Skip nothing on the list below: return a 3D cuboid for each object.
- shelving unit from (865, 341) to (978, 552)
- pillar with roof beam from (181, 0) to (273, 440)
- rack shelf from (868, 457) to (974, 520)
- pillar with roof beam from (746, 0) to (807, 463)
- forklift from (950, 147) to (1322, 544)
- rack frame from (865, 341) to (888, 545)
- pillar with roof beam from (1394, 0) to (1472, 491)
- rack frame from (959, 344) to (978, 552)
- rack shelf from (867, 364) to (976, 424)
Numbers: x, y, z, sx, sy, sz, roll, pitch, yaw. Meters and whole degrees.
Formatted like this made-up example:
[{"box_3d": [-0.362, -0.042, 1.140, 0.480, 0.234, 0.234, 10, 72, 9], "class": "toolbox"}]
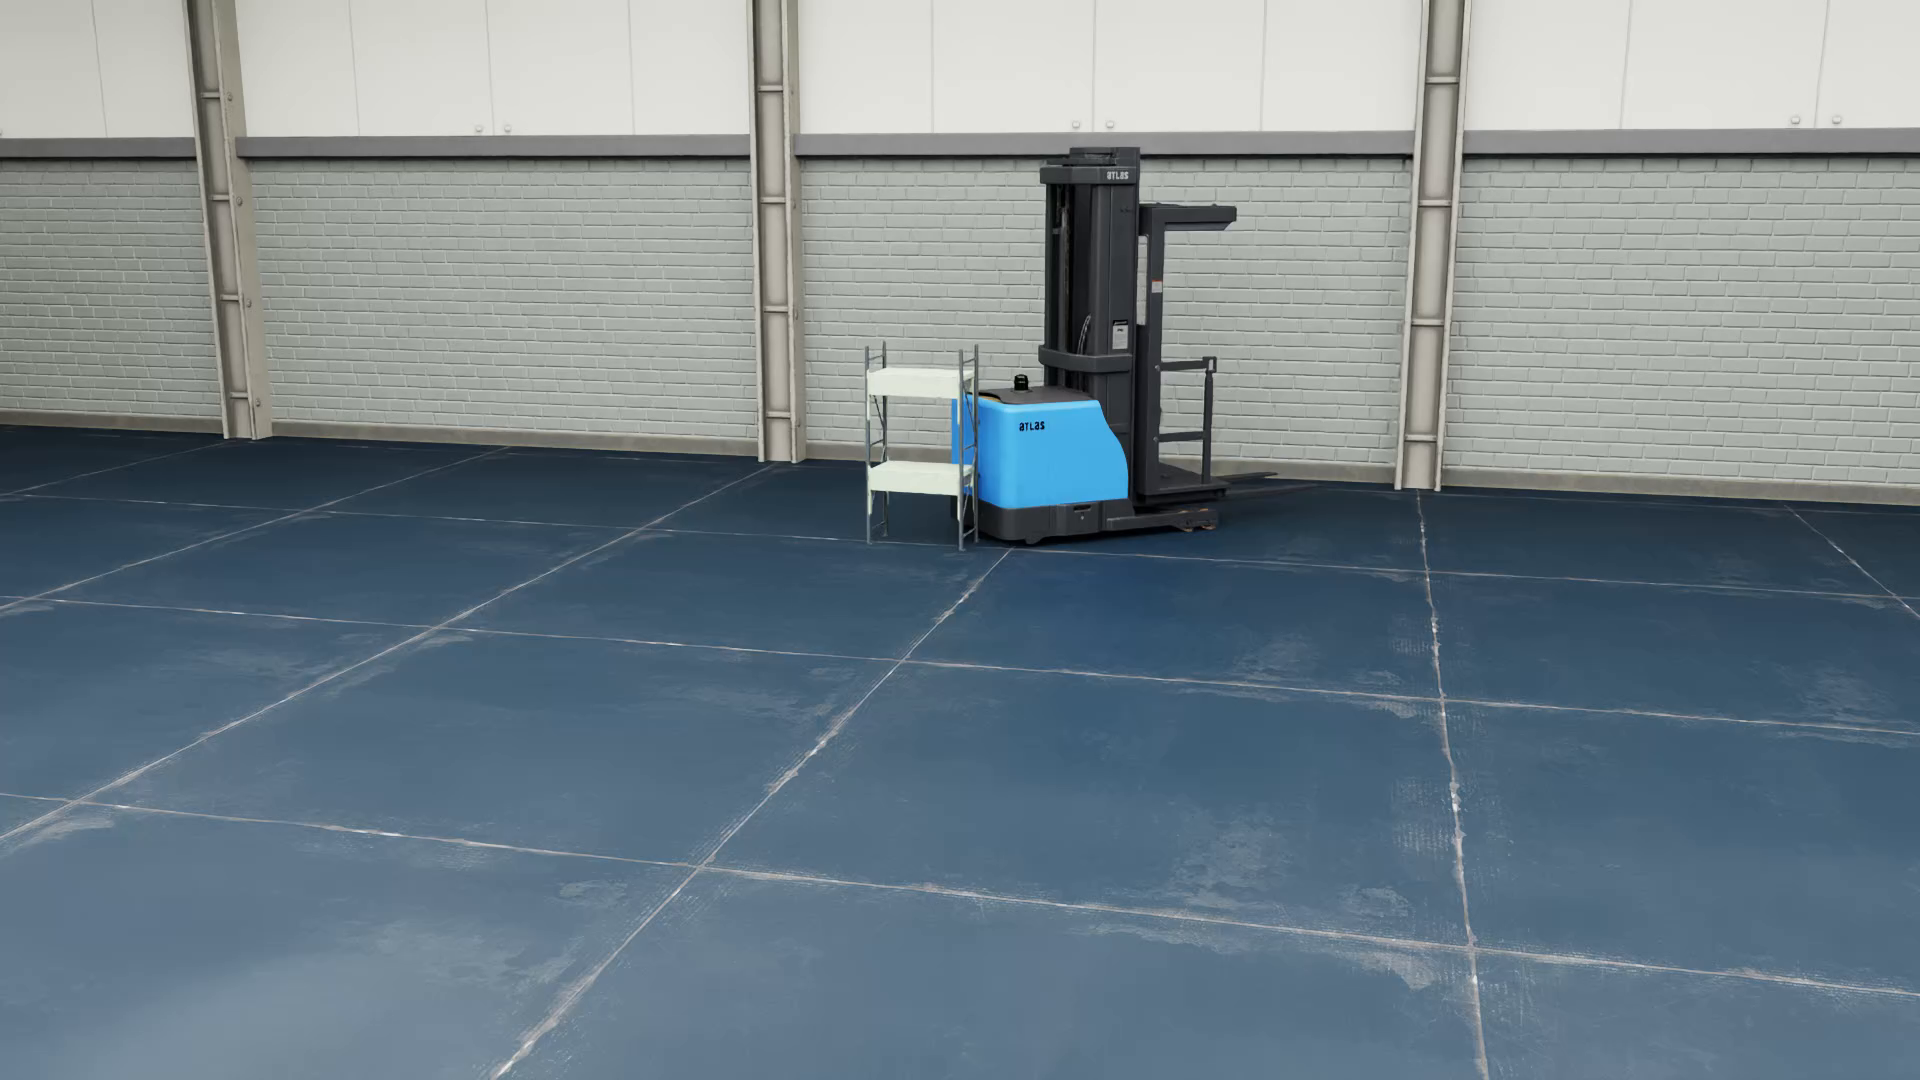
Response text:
[{"box_3d": [-0.283, -0.710, 12.473, 0.755, 1.500, 0.431, 4, 13, 18], "class": "shelving unit"}, {"box_3d": [-8.591, -4.586, 12.628, 0.400, 9.000, 9.100, 3, 13, 14], "class": "pillar with roof beam"}, {"box_3d": [-0.283, -0.392, 12.543, 0.720, 0.370, 0.431, 4, 13, 18], "class": "rack shelf"}, {"box_3d": [-2.766, -4.275, 11.225, 0.400, 9.000, 9.100, 3, 13, 14], "class": "pillar with roof beam"}, {"box_3d": [1.480, -1.592, 13.141, 3.031, 2.935, 1.130, -6, 14, -24], "class": "forklift"}, {"box_3d": [-0.631, -0.735, 12.583, 0.023, 1.500, 0.400, 4, 13, 18], "class": "rack frame"}, {"box_3d": [3.059, -3.963, 9.821, 0.400, 9.000, 9.100, 3, 13, 14], "class": "pillar with roof beam"}, {"box_3d": [0.065, -0.686, 12.362, 0.023, 1.500, 0.400, 4, 13, 18], "class": "rack frame"}, {"box_3d": [-0.283, -1.091, 12.388, 0.720, 0.370, 0.431, 4, 13, 18], "class": "rack shelf"}]
